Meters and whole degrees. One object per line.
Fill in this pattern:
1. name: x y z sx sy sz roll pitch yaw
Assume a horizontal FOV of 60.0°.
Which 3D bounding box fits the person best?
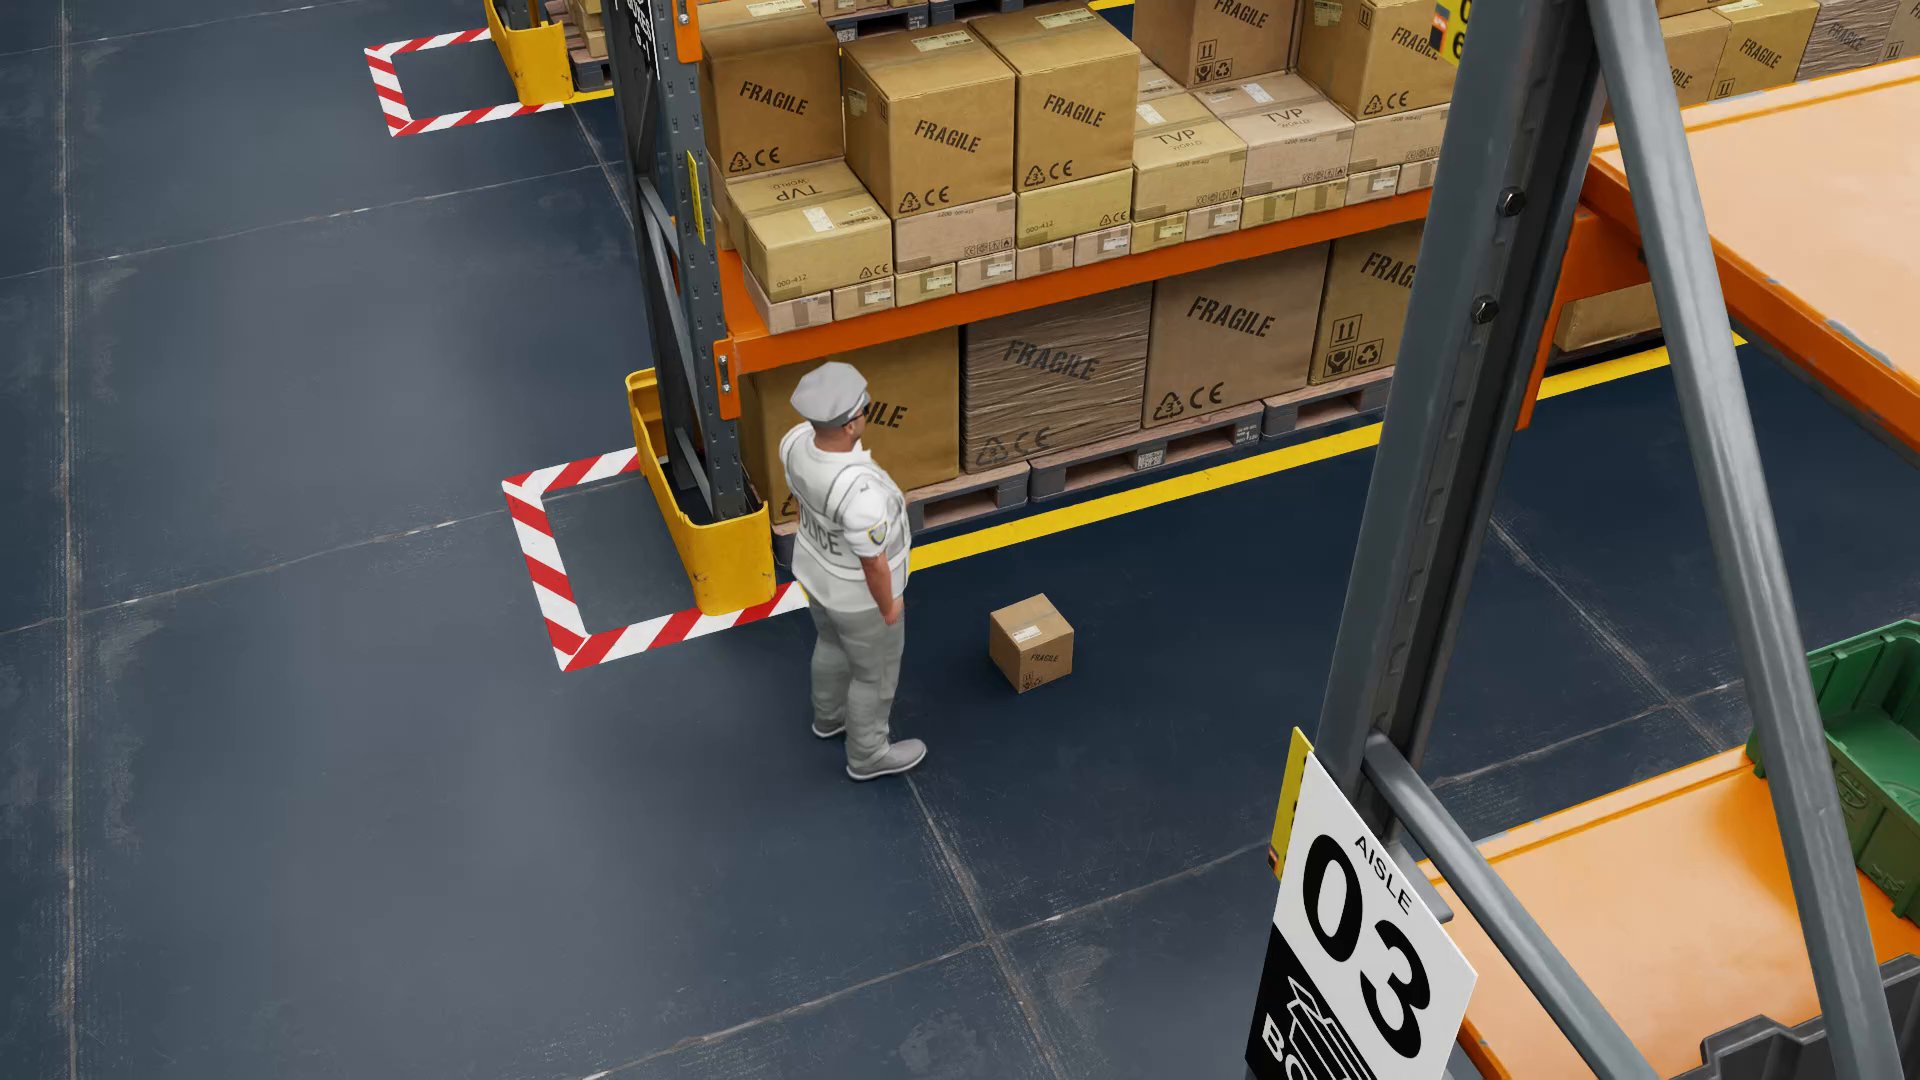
1. person: -0.387 0.120 6.011 0.395 1.771 0.526 -26 48 -26
